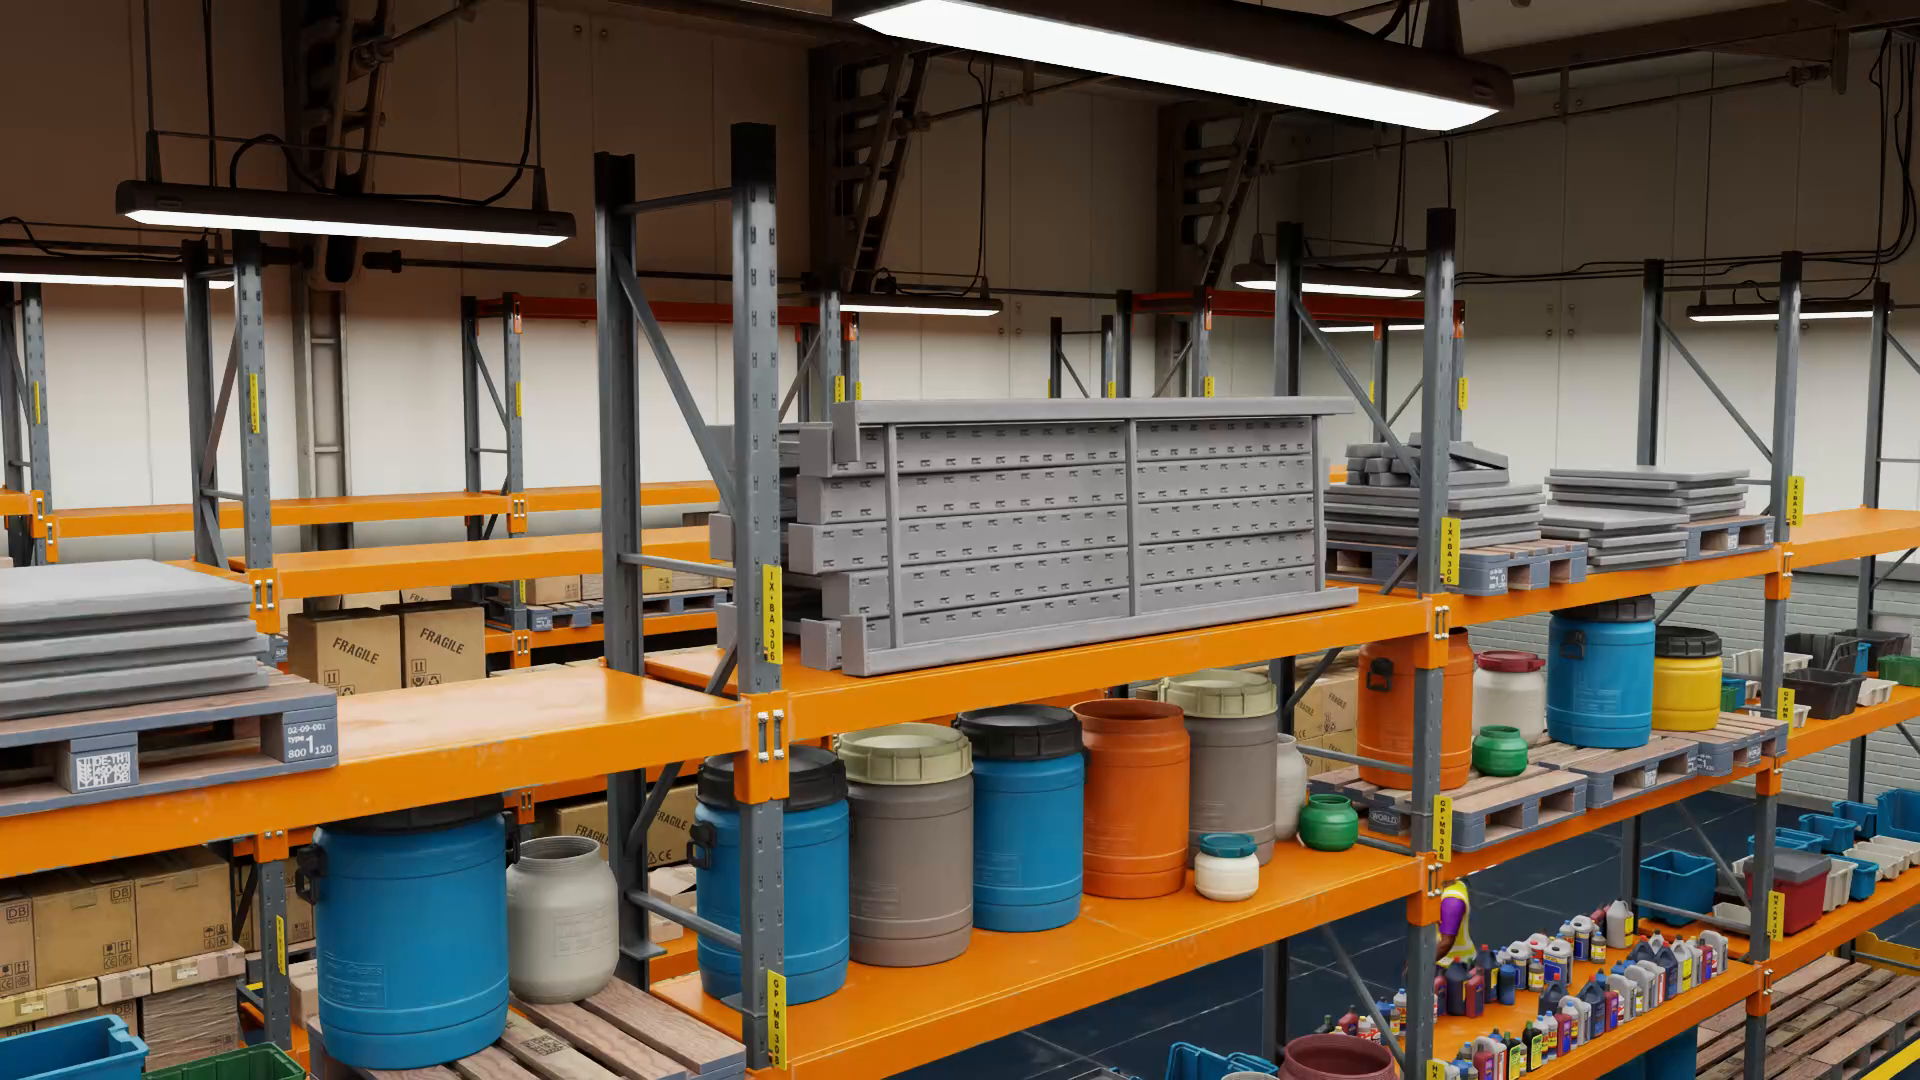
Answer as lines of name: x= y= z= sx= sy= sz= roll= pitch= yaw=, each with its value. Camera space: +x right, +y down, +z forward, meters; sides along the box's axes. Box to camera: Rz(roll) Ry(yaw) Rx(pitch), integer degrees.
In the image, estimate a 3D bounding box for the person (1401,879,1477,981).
person: x=3.582 y=3.117 z=12.353 sx=1.038 sy=1.704 sz=0.513 roll=-3 pitch=6 yaw=-29
